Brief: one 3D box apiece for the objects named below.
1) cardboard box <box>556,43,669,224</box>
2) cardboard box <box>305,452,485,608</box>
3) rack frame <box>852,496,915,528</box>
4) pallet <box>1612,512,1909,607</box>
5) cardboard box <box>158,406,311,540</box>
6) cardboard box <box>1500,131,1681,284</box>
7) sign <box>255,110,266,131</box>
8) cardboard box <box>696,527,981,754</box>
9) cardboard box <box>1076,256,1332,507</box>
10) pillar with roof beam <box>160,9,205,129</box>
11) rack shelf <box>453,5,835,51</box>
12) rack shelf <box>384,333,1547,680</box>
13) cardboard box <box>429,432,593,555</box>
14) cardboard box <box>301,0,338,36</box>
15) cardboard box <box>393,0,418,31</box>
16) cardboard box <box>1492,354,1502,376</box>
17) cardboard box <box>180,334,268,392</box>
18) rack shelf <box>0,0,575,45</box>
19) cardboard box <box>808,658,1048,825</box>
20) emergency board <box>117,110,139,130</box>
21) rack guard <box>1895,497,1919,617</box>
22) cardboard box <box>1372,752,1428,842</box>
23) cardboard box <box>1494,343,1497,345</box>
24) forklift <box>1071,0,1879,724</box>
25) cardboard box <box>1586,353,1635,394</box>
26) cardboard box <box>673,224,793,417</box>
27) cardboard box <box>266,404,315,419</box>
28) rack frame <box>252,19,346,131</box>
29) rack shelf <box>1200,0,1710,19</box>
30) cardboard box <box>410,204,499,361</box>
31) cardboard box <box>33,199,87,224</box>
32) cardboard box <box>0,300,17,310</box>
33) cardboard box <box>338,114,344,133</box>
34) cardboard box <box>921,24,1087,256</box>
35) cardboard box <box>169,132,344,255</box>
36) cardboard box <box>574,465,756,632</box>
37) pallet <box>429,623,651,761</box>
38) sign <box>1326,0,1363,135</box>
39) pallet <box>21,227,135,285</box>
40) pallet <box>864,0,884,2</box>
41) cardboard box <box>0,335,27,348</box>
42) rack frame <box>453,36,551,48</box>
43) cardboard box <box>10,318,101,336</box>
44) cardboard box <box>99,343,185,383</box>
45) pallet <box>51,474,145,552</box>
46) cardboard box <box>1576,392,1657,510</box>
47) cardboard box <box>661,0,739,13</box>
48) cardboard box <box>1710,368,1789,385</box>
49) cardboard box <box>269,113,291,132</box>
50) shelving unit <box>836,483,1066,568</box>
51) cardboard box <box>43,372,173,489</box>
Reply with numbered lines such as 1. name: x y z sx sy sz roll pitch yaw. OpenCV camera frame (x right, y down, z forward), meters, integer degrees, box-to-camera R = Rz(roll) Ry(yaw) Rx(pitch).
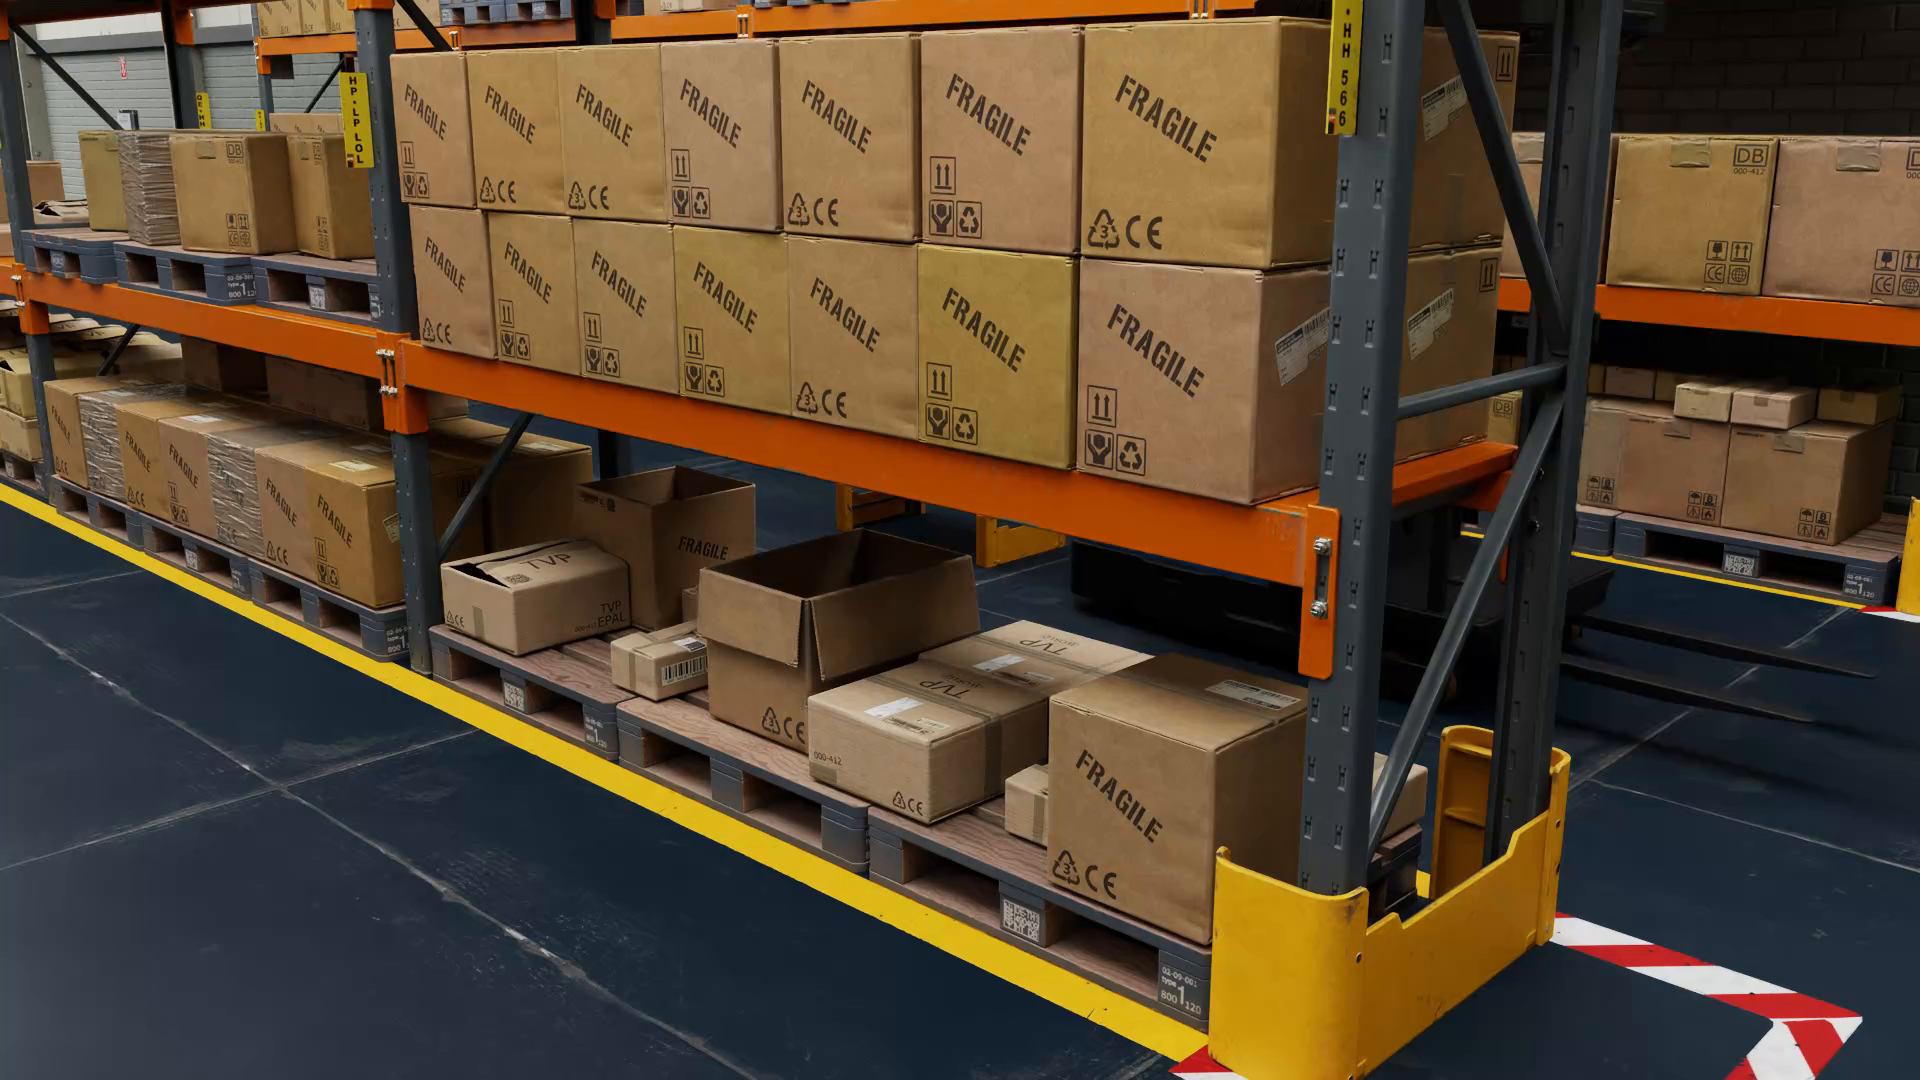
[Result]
1. cardboard box: -0.862 -1.240 5.062 0.500 0.500 0.500 13 19 41
2. cardboard box: -2.302 -0.060 6.797 0.500 0.500 0.500 14 20 42
3. rack frame: -0.427 -0.830 8.642 0.032 1.500 0.500 14 20 42
4. pallet: 3.938 0.002 8.006 1.213 0.211 1.003 14 20 42
5. cardboard box: -3.380 -0.324 7.812 0.500 0.500 0.500 13 19 40
6. cardboard box: 3.120 -1.715 8.469 0.700 0.700 0.980 12 19 40
7. sign: -7.327 -4.342 17.431 0.005 0.325 0.100 14 20 42
8. cardboard box: -0.391 0.301 5.406 0.637 0.503 0.797 14 20 42
9. cardboard box: 0.621 -0.399 3.817 0.500 0.500 0.500 -14 20 -42
10. pillar with roof beam: -13.153 -7.228 18.326 0.400 9.000 9.100 14 20 42
11. rack shelf: -2.631 -4.075 13.601 4.000 0.370 1.077 14 20 42
12. rack shelf: -0.308 -0.324 5.152 4.000 0.370 1.077 14 20 42
13. cardboard box: -1.926 -0.154 7.159 0.500 0.500 0.500 13 19 40
14. cardboard box: -6.145 -5.237 16.395 0.500 0.500 0.500 -13 20 -42
15. cardboard box: -4.961 -4.966 15.354 0.500 0.500 0.500 12 19 38
16. cardboard box: 2.651 -0.895 8.758 0.250 0.149 0.380 13 19 41
17. cardboard box: -3.747 -0.958 8.757 0.500 0.250 0.500 -14 20 -42
18. rack shelf: -3.187 -2.475 7.461 4.000 0.370 1.077 14 20 42
19. cardboard box: -0.093 0.574 4.862 0.500 0.250 0.500 14 20 42
20. emergency board: -11.918 -5.546 23.767 0.643 1.169 0.194 14 20 42
21. rack guard: 4.585 -0.008 7.471 0.348 0.500 1.175 14 20 42
22. cardboard box: 1.069 0.709 4.543 0.250 0.149 0.380 14 20 42
23. cardboard box: 2.760 -1.003 9.172 0.250 0.149 0.380 13 19 40
24. forklift: 1.884 -0.949 6.263 3.031 2.935 1.130 14 20 43
25. cardboard box: 3.309 -0.870 8.658 0.250 0.149 0.380 14 20 43
26. cardboard box: -0.473 -0.666 4.840 0.500 0.500 0.500 13 20 41
27. cardboard box: -3.036 -0.423 8.191 0.500 0.500 0.500 13 19 40
28. rack frame: -6.950 -4.022 17.919 0.127 3.000 1.000 14 20 42
29. rack shelf: 3.128 -2.675 8.228 4.000 0.370 1.077 14 20 42
30. cardboard box: -1.570 -0.932 5.860 0.500 0.500 0.500 -14 20 -43
31. cardboard box: -5.136 -1.871 9.839 0.500 0.311 0.500 13 20 42
32. cardboard box: -7.016 -1.547 11.929 0.500 0.311 0.500 14 20 42
33. cardboard box: -5.719 -3.916 16.282 0.500 0.500 0.500 -14 20 -42
34. cardboard box: 0.257 -0.970 4.026 0.500 0.500 0.500 -14 20 -43
35. cardboard box: -3.062 -1.572 7.483 0.500 0.500 0.700 8 17 28
36. cardboard box: -1.140 0.023 6.480 0.500 0.500 0.500 14 20 42
37. pallet: -1.254 0.448 6.295 1.213 0.211 1.003 14 20 42
38. sign: 0.733 -0.938 3.159 0.005 0.325 0.100 14 20 42
39. pallet: -4.090 -1.523 8.710 1.003 0.211 1.213 14 20 42
40. pallet: 0.116 -3.684 11.046 1.003 0.211 1.213 -13 20 -42
41. cardboard box: -5.915 -1.092 10.181 0.500 0.311 0.500 13 20 42
42. rack frame: -4.071 -3.322 15.232 0.127 3.000 1.000 14 20 42
43. cardboard box: -5.920 -1.281 10.907 0.500 0.311 0.500 13 20 42
44. cardboard box: -4.800 -1.011 9.871 0.500 0.311 0.500 -14 20 -42
45. pallet: -4.116 -0.235 8.916 1.213 0.211 1.003 14 20 42
46. cardboard box: 3.272 -0.495 8.508 0.500 0.500 0.700 13 19 40
47. cardboard box: -1.897 -4.117 12.471 0.500 0.311 0.500 14 20 42
48. cardboard box: 3.858 -0.736 8.148 0.250 0.149 0.380 14 20 42
49. cardboard box: -6.815 -4.184 17.310 0.500 0.500 0.500 14 20 42
50. shelving unit: -0.055 -0.739 8.294 1.083 1.500 0.587 14 20 42
51. cardboard box: -4.498 -0.594 8.847 0.500 0.500 0.500 -13 20 -42
